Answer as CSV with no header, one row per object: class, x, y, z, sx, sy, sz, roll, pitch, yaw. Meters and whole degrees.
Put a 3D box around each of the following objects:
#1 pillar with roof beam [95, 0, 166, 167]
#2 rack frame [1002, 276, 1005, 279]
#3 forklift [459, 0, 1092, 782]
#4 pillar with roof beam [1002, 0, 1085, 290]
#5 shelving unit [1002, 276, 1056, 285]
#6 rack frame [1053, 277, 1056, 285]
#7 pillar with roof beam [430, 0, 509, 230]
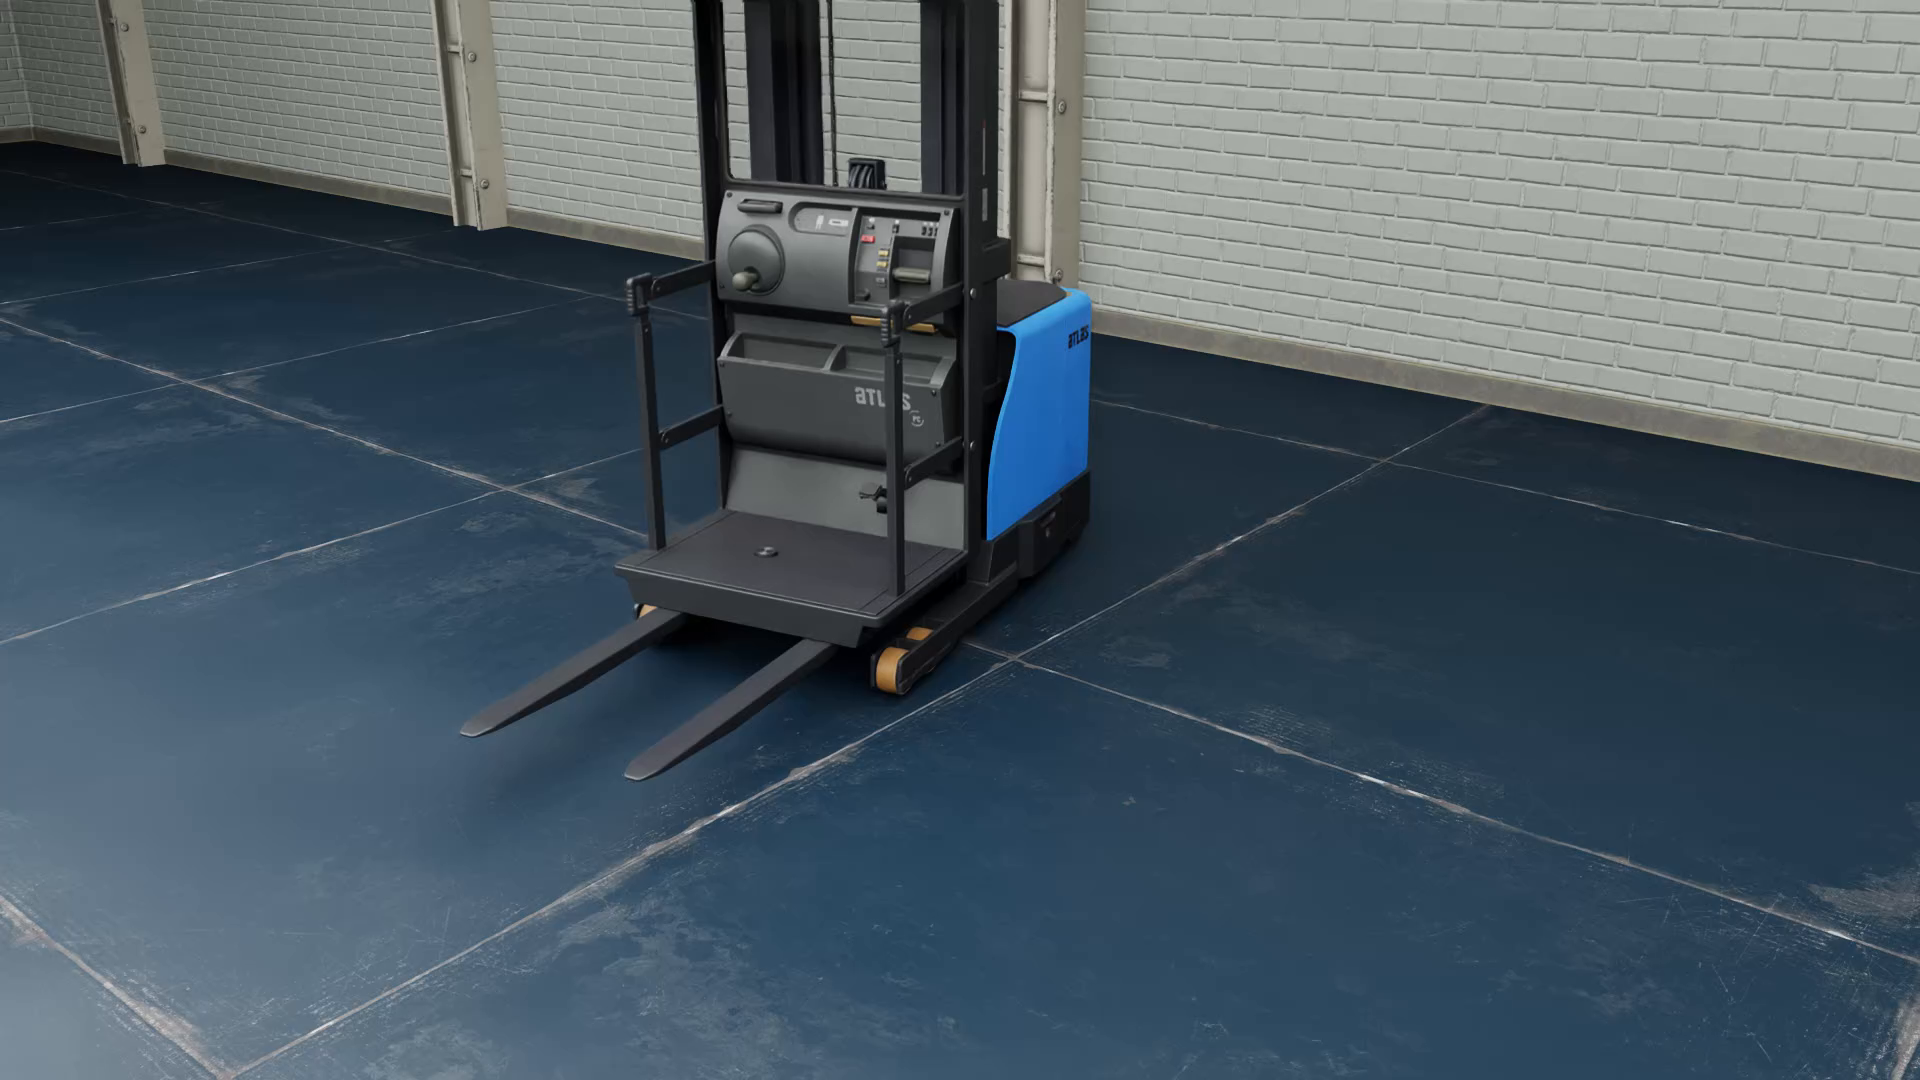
pillar with roof beam,-11.503,-7.093,13.225,0.400,9.000,9.100,16,26,36
rack frame,0.151,-0.655,7.417,0.008,1.050,0.200,10,23,24
forklift,-0.543,-1.011,5.696,1.130,2.935,3.031,10,23,24
pillar with roof beam,-2.206,-4.416,6.126,0.400,9.000,9.100,16,26,36
shelving unit,0.260,-0.636,7.367,0.252,1.050,0.215,10,23,24
rack frame,0.370,-0.617,7.317,0.008,1.050,0.200,10,23,24
pillar with roof beam,-6.854,-5.755,9.675,0.400,9.000,9.100,16,26,36
